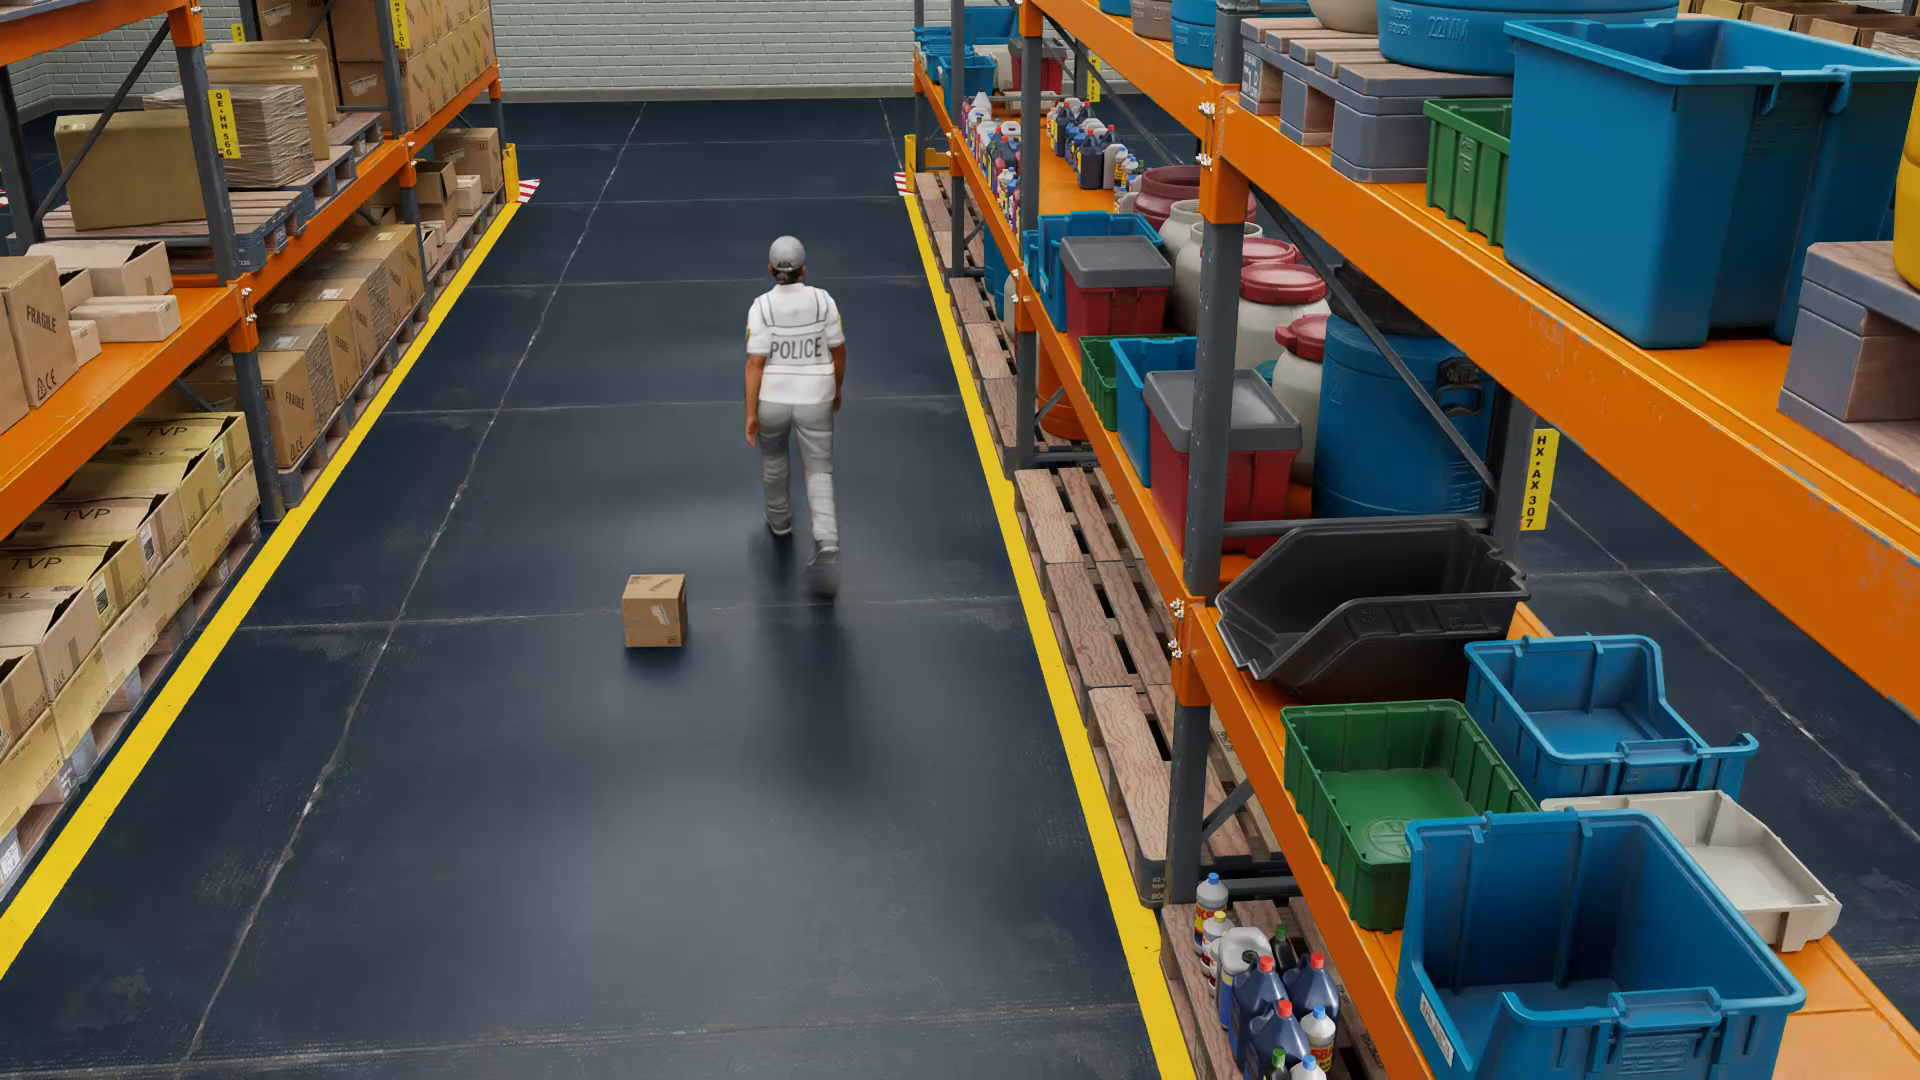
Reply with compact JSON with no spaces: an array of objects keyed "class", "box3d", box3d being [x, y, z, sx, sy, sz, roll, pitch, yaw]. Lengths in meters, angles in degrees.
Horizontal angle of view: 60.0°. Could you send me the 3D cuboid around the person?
[{"class":"person","box3d":[-0.801,-0.677,8.157,0.515,1.603,1.015,-3,24,-8]}]
